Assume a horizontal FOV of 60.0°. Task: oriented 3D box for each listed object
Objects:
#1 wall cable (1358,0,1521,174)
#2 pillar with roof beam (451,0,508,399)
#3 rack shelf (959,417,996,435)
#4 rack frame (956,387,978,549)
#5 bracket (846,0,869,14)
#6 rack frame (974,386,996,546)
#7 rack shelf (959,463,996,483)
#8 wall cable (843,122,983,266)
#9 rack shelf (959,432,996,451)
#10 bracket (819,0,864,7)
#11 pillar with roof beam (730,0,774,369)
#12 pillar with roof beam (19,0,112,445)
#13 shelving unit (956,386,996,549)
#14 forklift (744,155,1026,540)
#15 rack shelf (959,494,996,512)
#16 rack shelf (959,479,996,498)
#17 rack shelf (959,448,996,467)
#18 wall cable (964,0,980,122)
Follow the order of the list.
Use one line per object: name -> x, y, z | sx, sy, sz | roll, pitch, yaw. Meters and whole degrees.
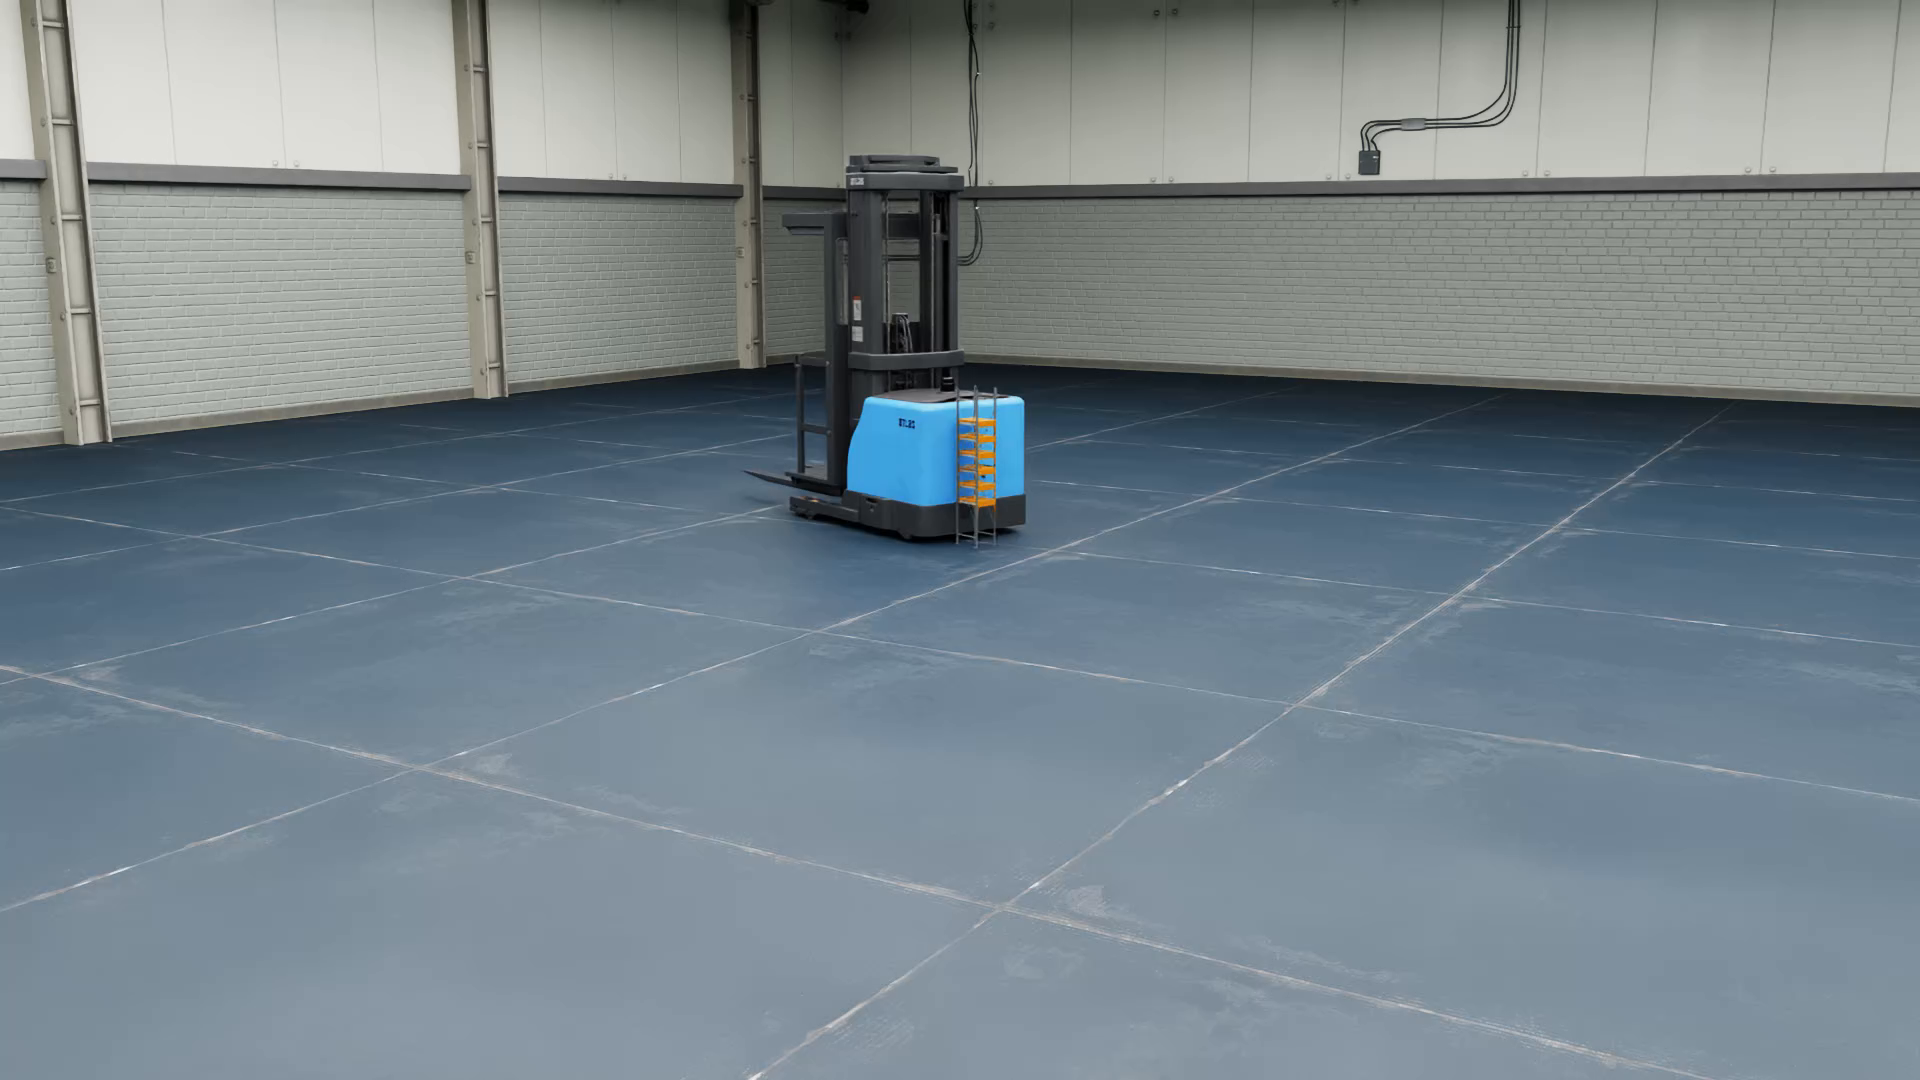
wall cable -> 7.165, -8.510, 24.628 | 2.305, 6.003, 0.169 | 6, 12, 31
pillar with roof beam -> -3.035, -6.056, 20.762 | 9.100, 9.000, 0.400 | 6, 12, 31
rack shelf -> 0.123, -0.861, 12.494 | 0.180, 0.103, 0.258 | -9, 14, -41
rack frame -> 0.054, -0.540, 12.493 | 0.006, 1.200, 0.240 | -9, 14, -41
bracket -> -1.850, -9.584, 29.826 | 0.235, 0.232, 0.430 | 6, 12, 31
rack frame -> 0.191, -0.562, 12.612 | 0.006, 1.200, 0.240 | -9, 14, -41
rack shelf -> 0.122, -0.508, 12.560 | 0.180, 0.103, 0.258 | -9, 14, -41
wall cable -> -0.940, -6.222, 30.085 | 3.097, 2.526, 0.112 | 6, 12, 31
rack shelf -> 0.122, -0.743, 12.516 | 0.180, 0.103, 0.258 | -9, 14, -41
bracket -> -2.157, -9.491, 29.330 | 0.076, 0.066, 3.189 | 6, 12, 31
pillar with roof beam -> 0.080, -7.000, 25.802 | 9.100, 9.000, 0.548 | 6, 12, 31
pillar with roof beam -> -6.150, -5.112, 15.721 | 9.100, 9.000, 0.400 | 6, 12, 31
shelving unit -> 0.122, -0.551, 12.552 | 0.189, 1.200, 0.258 | -9, 14, -41
forklift -> -0.771, -1.663, 13.786 | 1.130, 2.935, 3.031 | -8, 13, -36
rack shelf -> 0.122, -0.272, 12.605 | 0.180, 0.103, 0.258 | -9, 14, -41
rack shelf -> 0.122, -0.390, 12.582 | 0.180, 0.103, 0.258 | -9, 14, -41
rack shelf -> 0.122, -0.625, 12.538 | 0.180, 0.103, 0.258 | -9, 14, -41
wall cable -> 1.372, -8.445, 28.240 | 3.097, 2.526, 0.112 | 6, 12, 31
